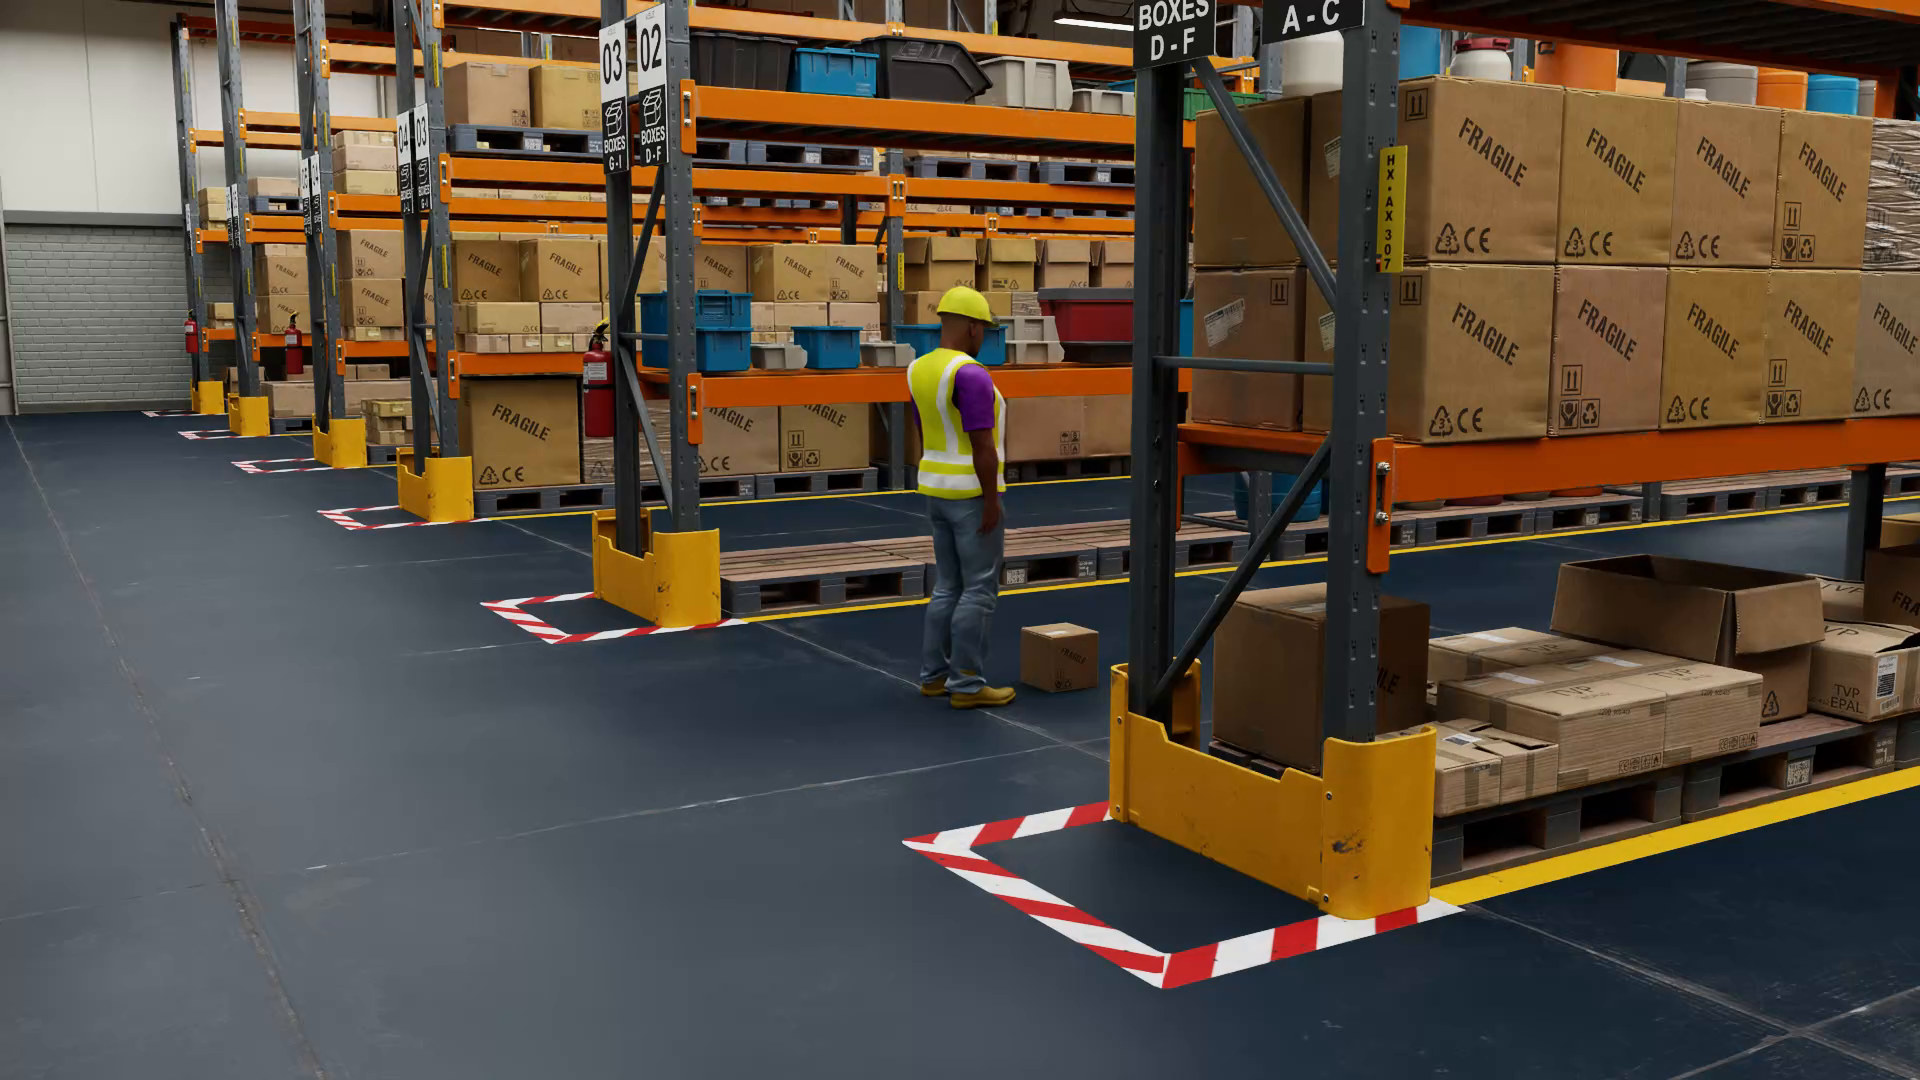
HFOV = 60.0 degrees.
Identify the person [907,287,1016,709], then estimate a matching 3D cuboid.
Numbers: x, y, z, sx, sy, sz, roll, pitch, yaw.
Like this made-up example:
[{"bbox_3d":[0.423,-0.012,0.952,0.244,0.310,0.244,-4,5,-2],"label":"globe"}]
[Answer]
[{"bbox_3d":[0.003,-0.189,7.083,0.363,1.760,0.567,-5,9,-30],"label":"person"}]
